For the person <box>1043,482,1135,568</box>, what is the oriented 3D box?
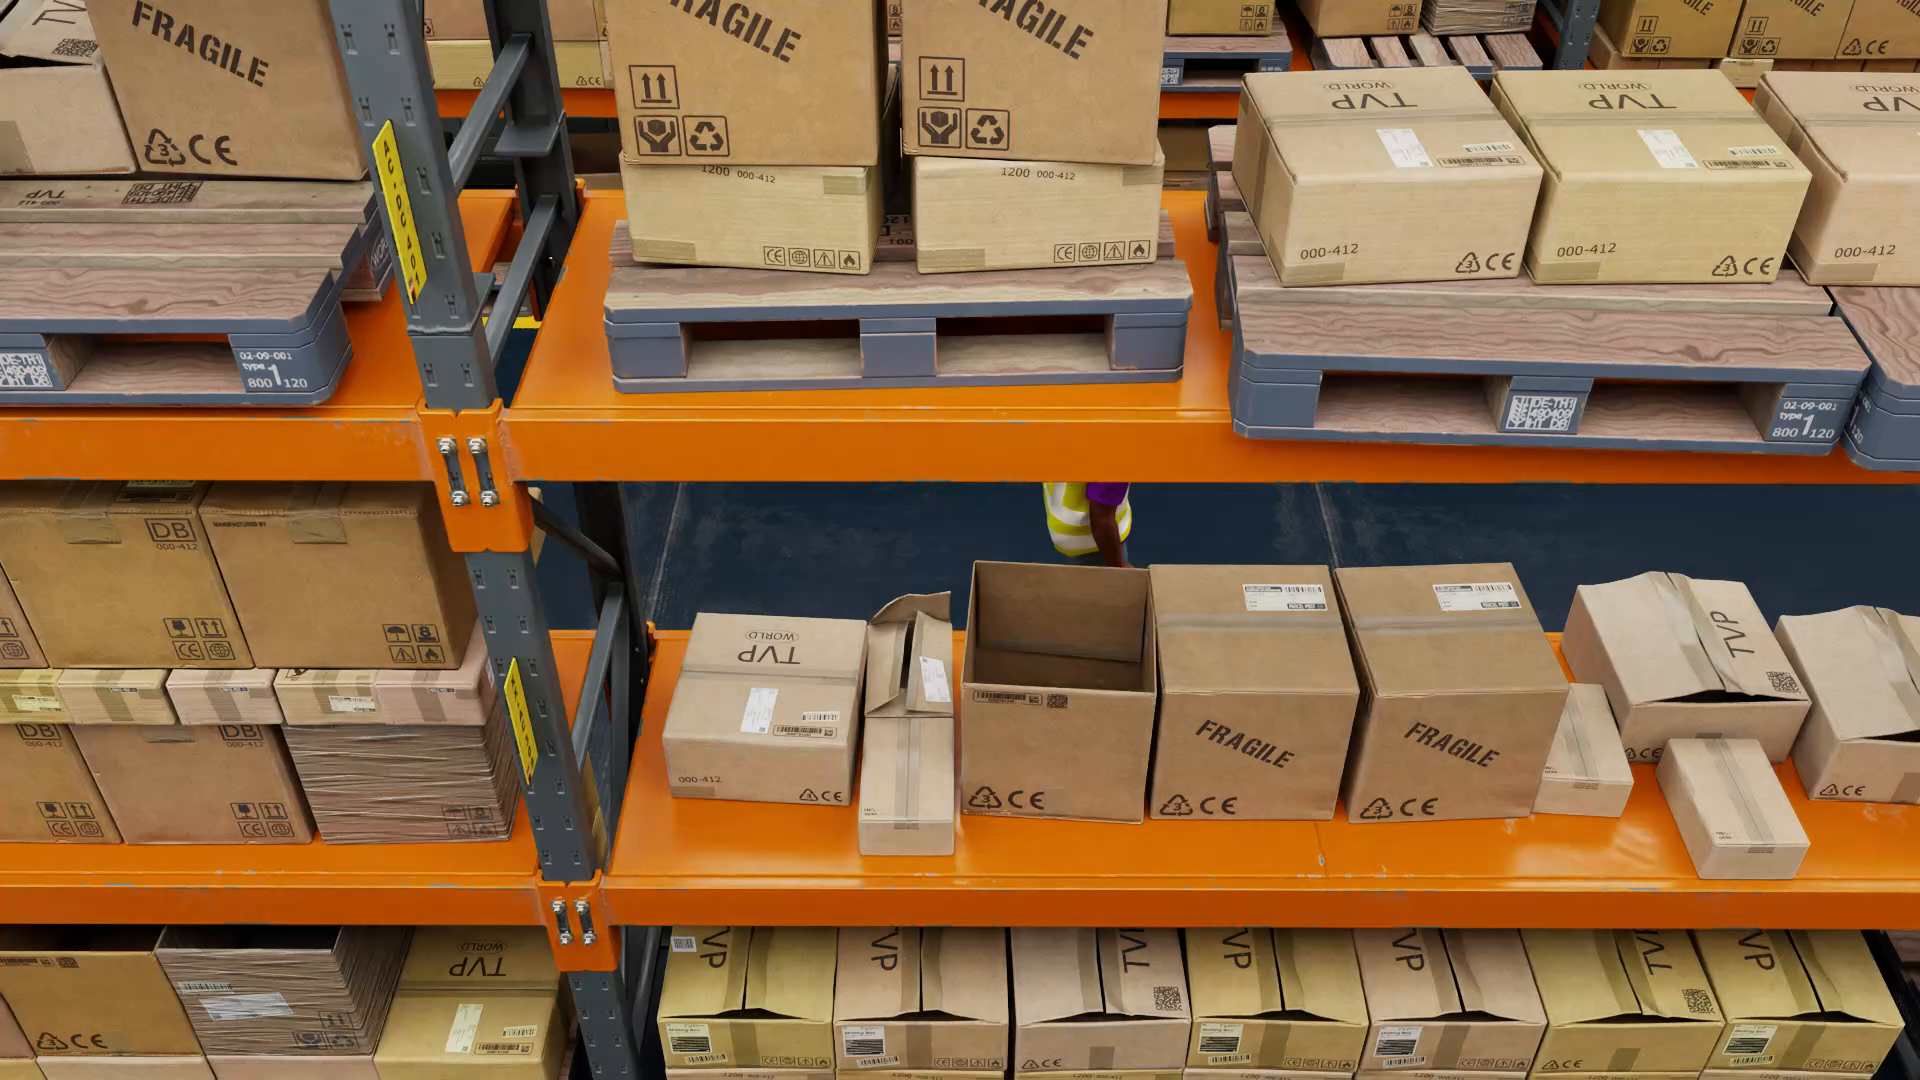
[{"bbox_3d":[0.538,-0.068,6.223,0.454,1.761,0.636,-2,39,-2],"label":"person"}]
